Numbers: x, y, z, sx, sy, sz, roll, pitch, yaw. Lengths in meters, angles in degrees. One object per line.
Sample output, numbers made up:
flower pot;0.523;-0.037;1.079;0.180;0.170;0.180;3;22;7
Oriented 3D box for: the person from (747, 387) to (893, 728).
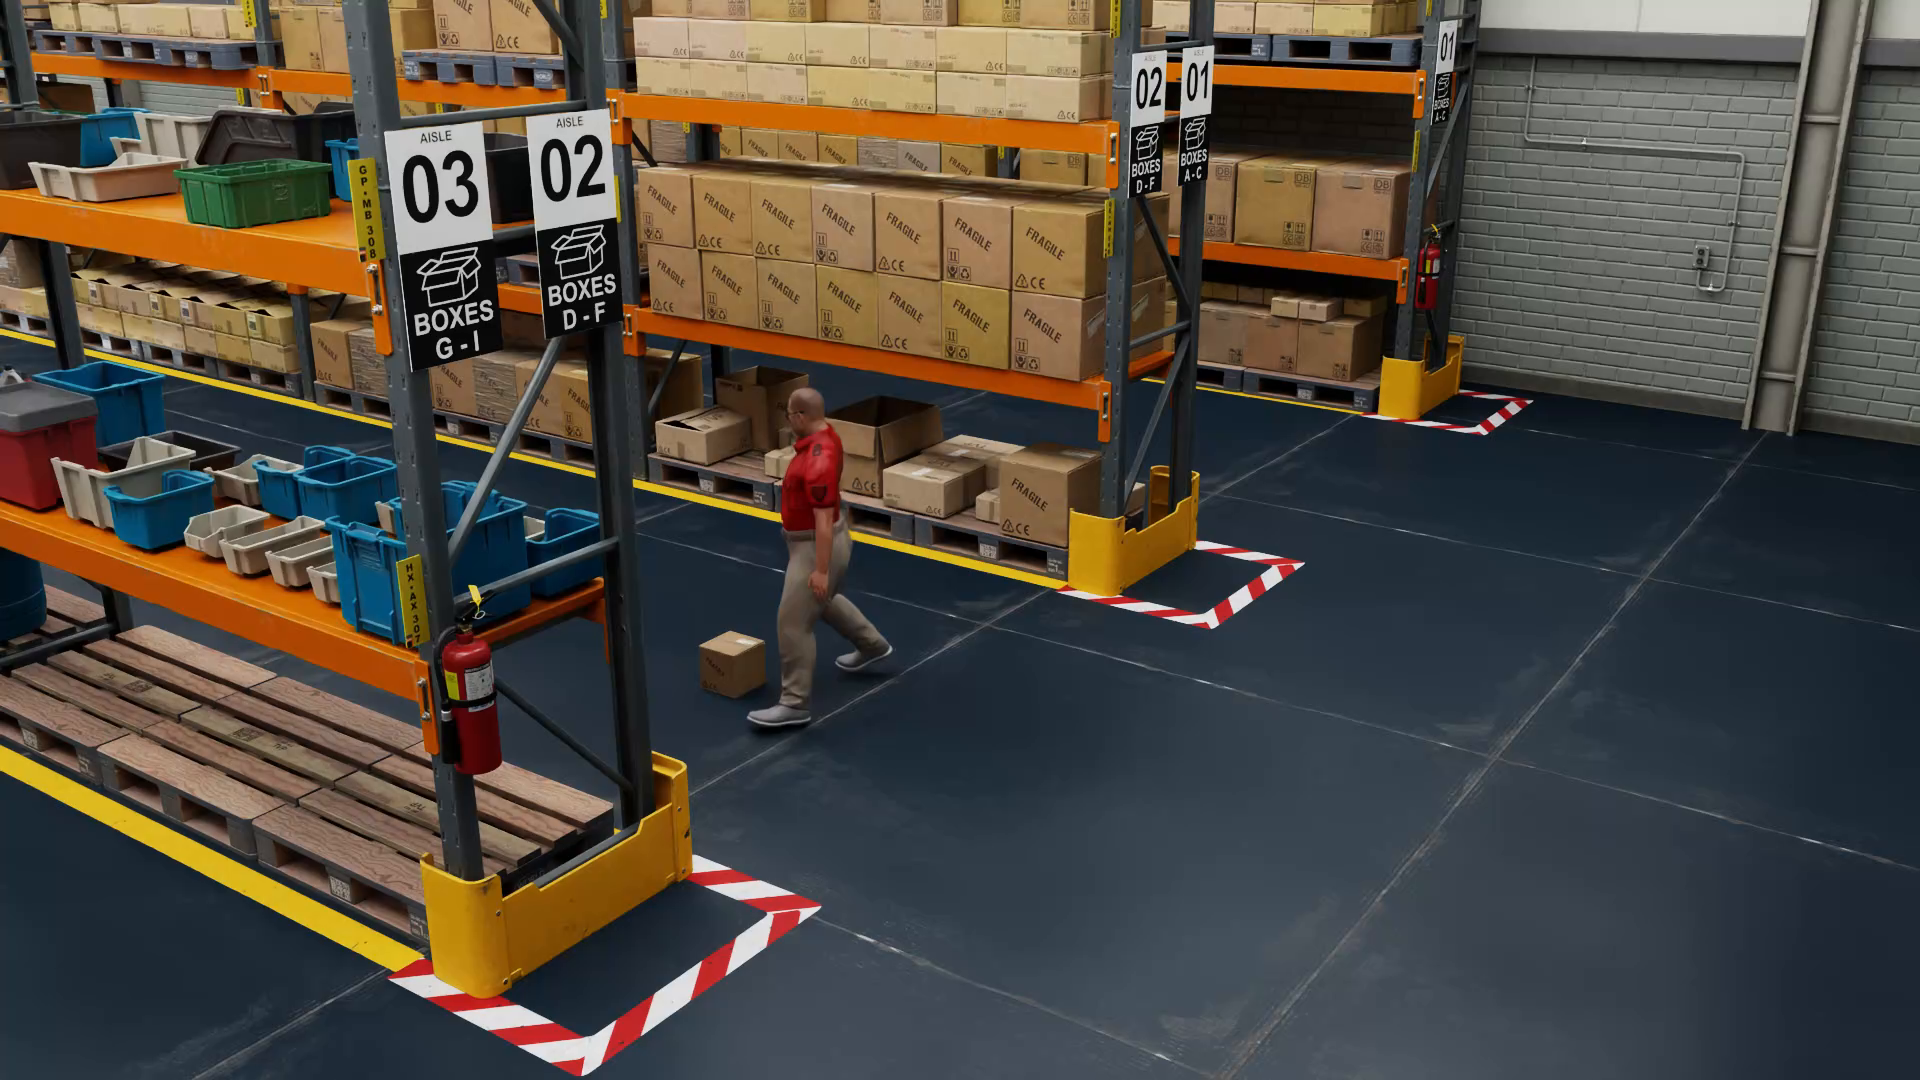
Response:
person;-0.721;0.044;8.488;0.729;1.700;0.770;0;20;-1
